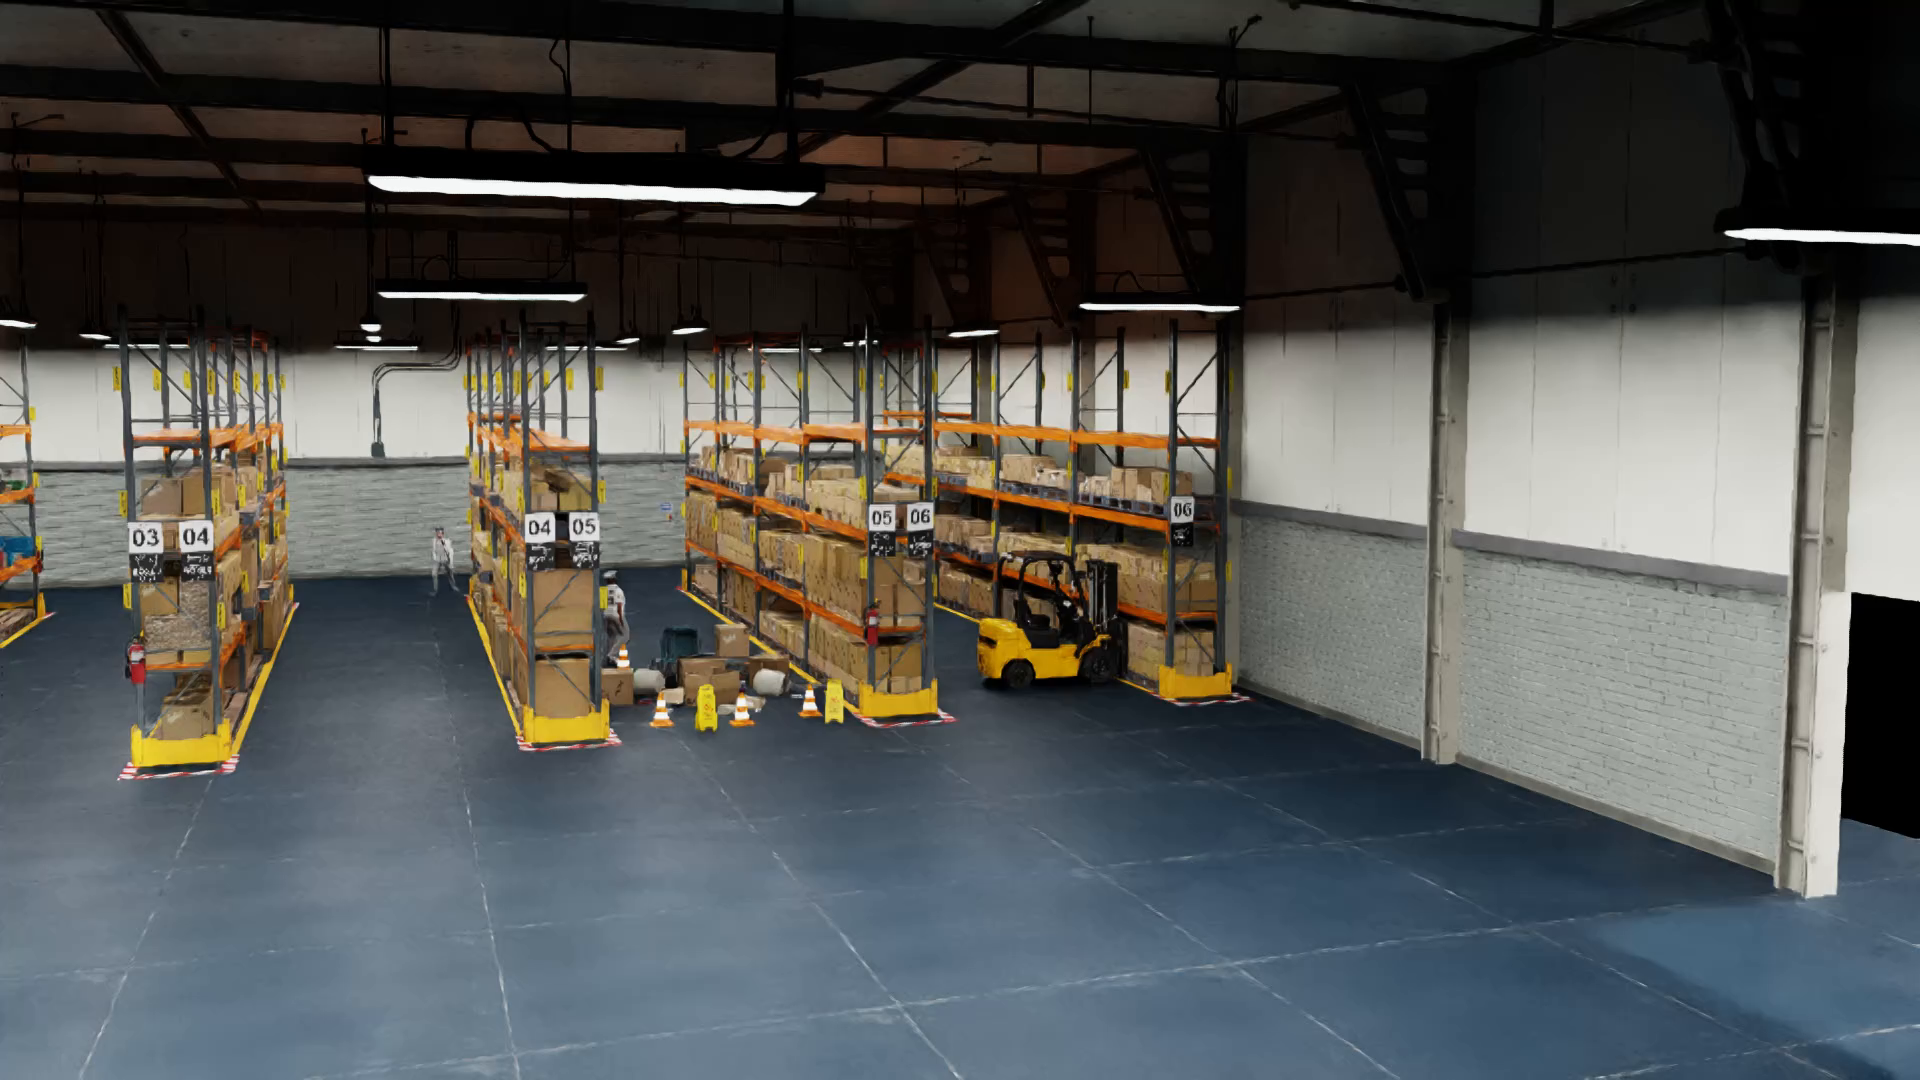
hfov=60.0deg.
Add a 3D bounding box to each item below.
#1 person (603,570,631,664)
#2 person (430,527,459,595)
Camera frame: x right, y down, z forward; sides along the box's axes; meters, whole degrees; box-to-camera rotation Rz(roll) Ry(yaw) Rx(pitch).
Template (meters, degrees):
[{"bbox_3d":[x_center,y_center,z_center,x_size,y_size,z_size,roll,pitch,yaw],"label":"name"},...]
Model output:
[{"bbox_3d":[-6.128,1.379,29.441,0.508,1.673,0.422,5,7,40],"label":"person"},{"bbox_3d":[-12.210,0.470,39.302,0.509,1.608,0.937,0,5,2],"label":"person"}]
